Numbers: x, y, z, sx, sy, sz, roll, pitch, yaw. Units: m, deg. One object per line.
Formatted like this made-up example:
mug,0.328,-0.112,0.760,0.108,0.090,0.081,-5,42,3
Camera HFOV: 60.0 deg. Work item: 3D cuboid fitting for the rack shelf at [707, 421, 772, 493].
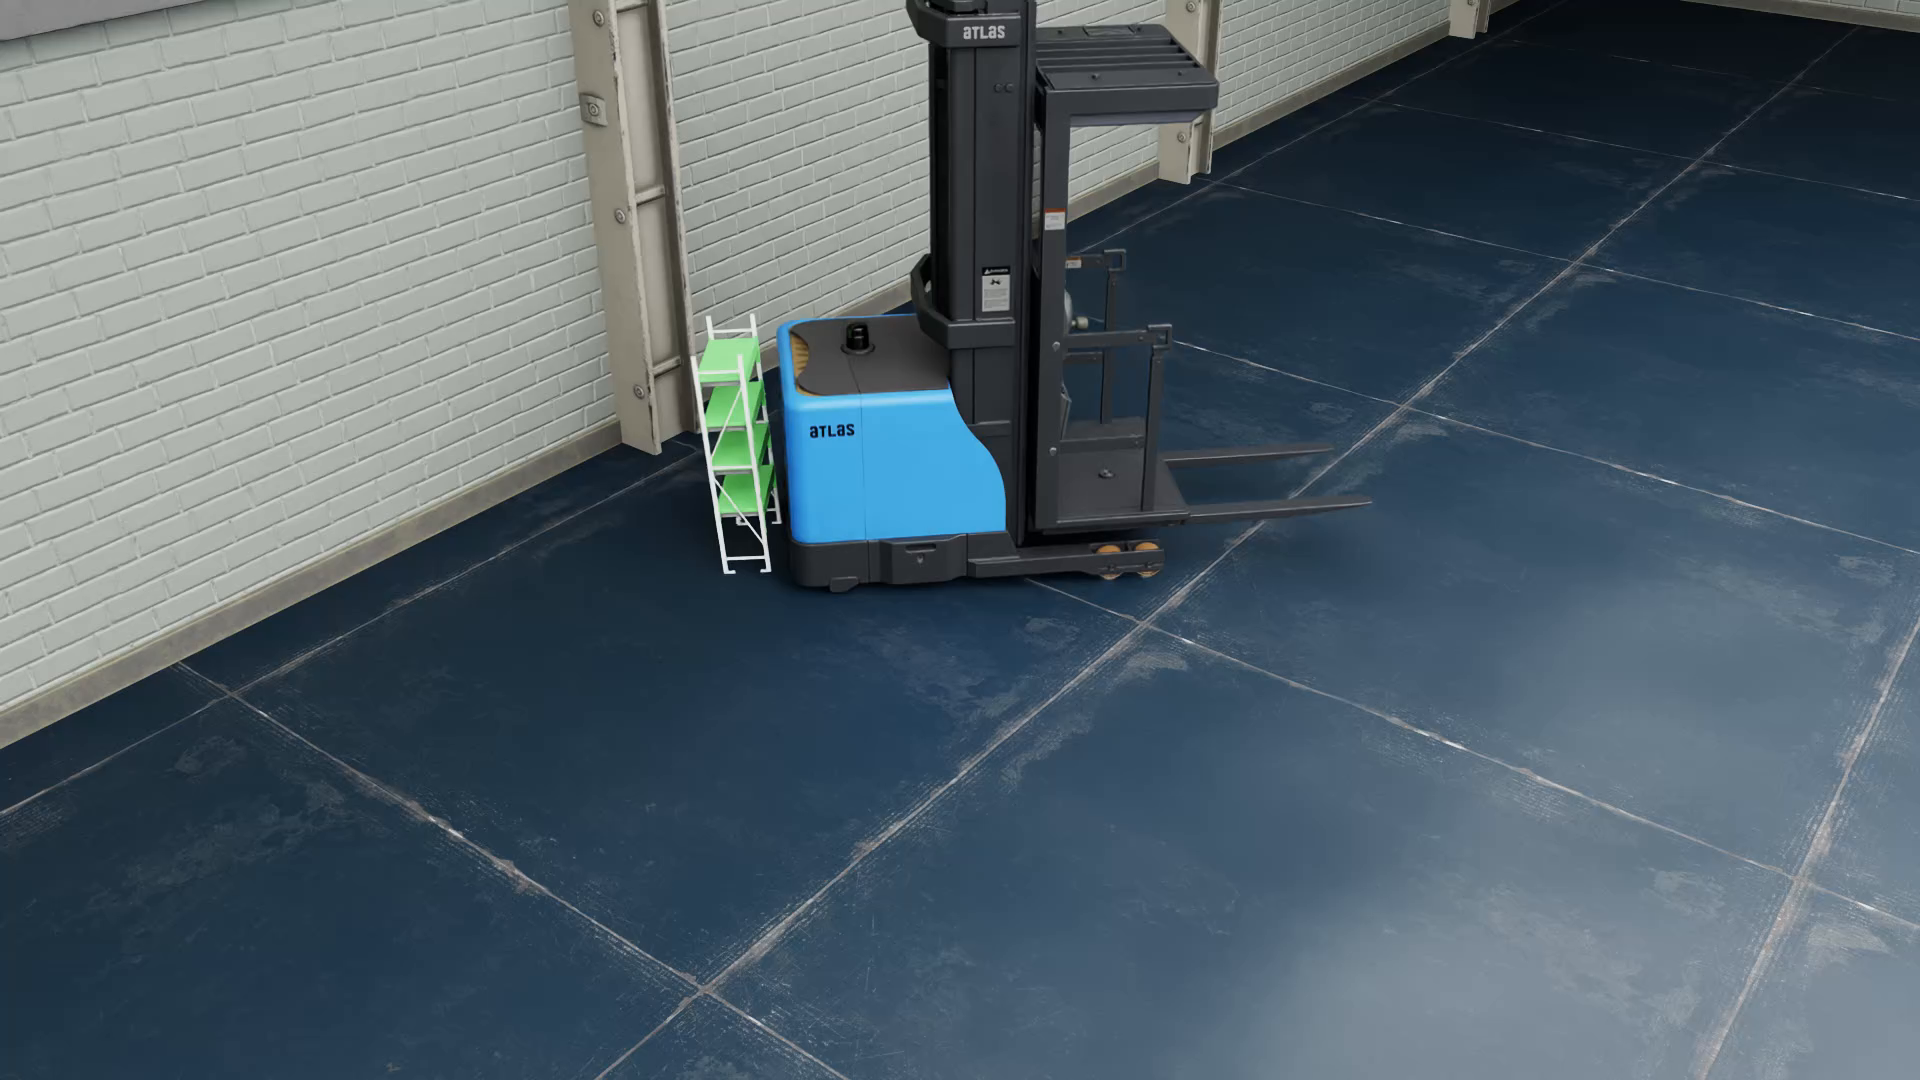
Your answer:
rack shelf,-1.108,-0.423,8.397,0.258,0.148,0.480,-2,31,3

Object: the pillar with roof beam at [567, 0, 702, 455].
pillar with roof beam,1.675,-3.161,5.258,9.100,9.000,0.400,21,37,31

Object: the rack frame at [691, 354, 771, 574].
rack frame,-1.116,-0.353,8.155,0.240,1.200,0.015,-2,31,3

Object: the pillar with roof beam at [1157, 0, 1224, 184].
pillar with roof beam,5.297,-5.600,9.373,9.100,9.000,0.400,21,37,31

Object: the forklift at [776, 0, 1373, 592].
forklift,0.604,-1.329,8.118,3.031,2.935,1.130,-4,31,-7

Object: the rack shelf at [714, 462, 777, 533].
rack shelf,-1.094,-0.216,8.519,0.258,0.148,0.480,-2,31,3

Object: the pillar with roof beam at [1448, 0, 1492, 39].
pillar with roof beam,8.919,-8.039,13.488,9.100,9.000,0.400,21,37,31

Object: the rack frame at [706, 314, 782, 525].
rack frame,-1.108,-0.602,8.575,0.240,1.200,0.015,-2,31,3

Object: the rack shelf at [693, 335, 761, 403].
rack shelf,-1.136,-0.835,8.153,0.258,0.148,0.480,-2,31,3

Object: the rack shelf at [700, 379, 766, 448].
rack shelf,-1.122,-0.629,8.275,0.258,0.148,0.480,-2,31,3

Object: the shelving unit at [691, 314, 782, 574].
shelving unit,-1.112,-0.478,8.365,0.258,1.200,0.503,-2,31,3
